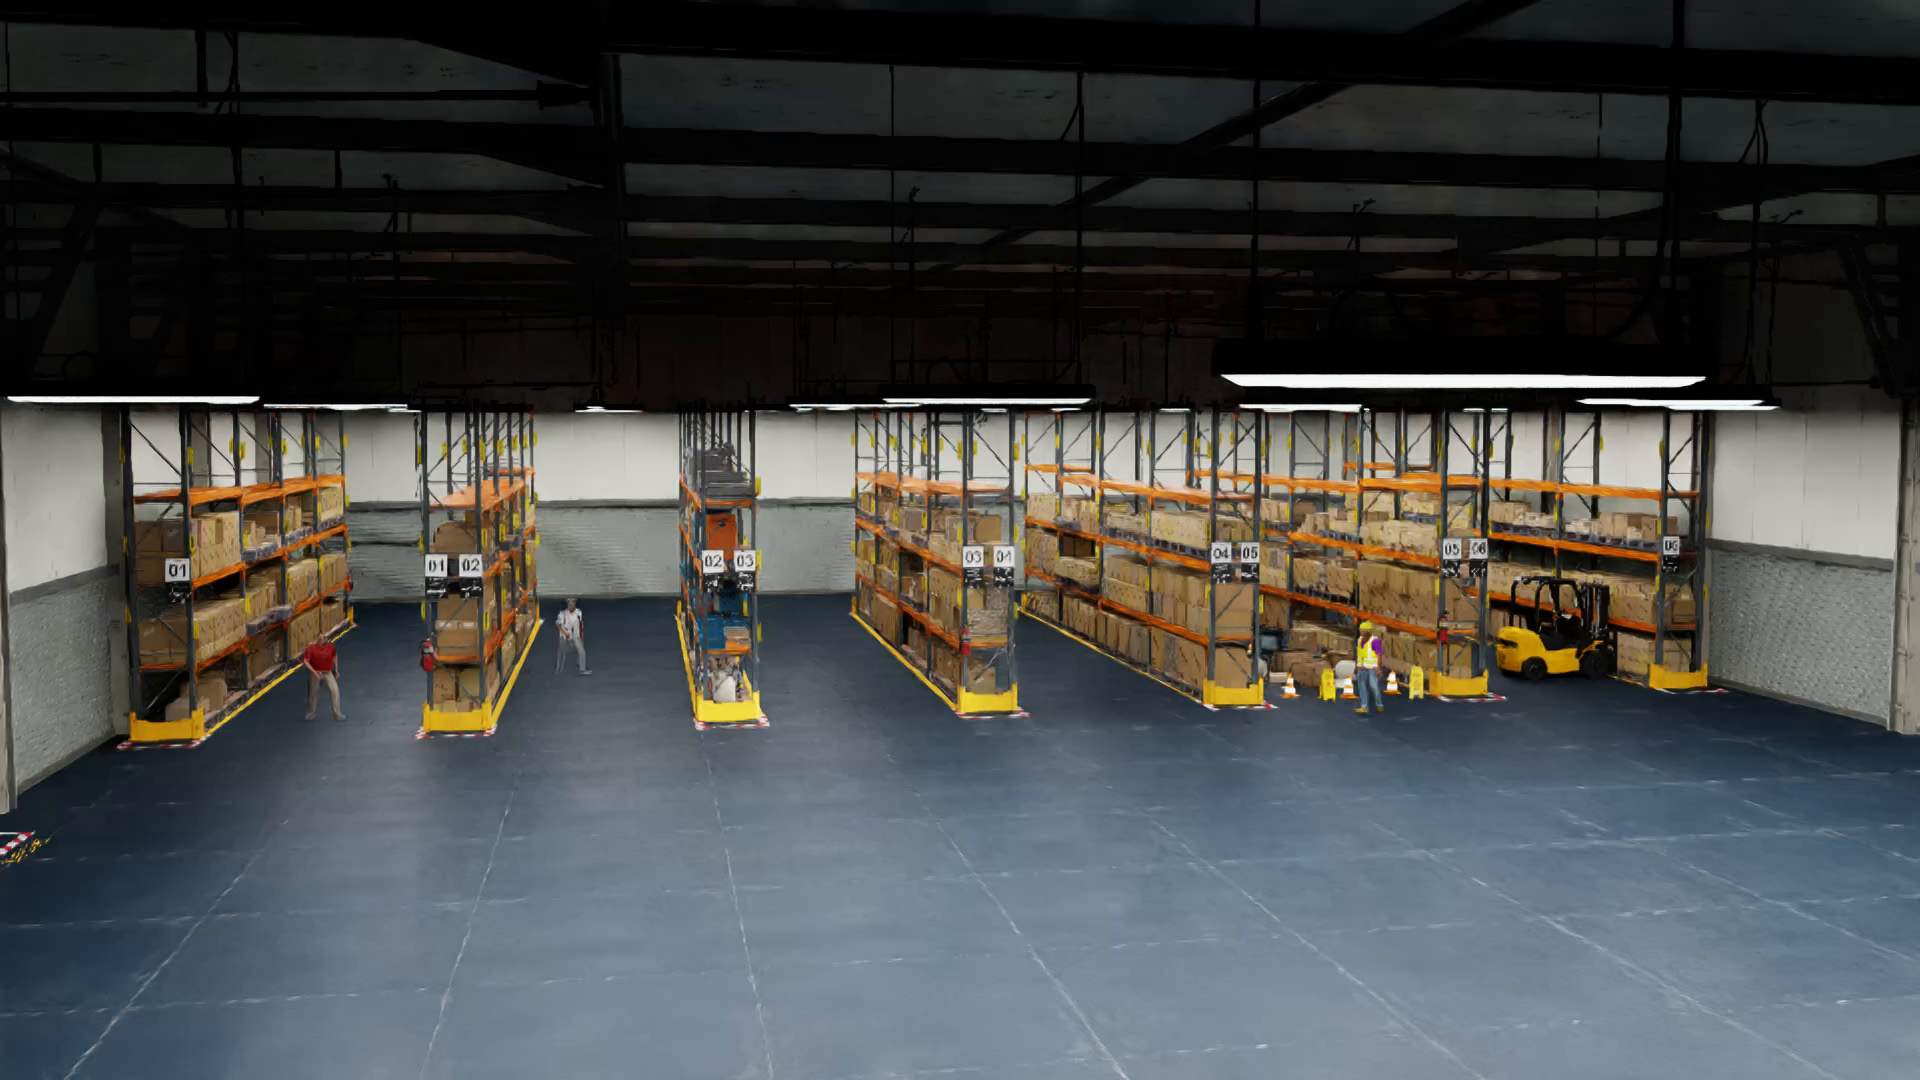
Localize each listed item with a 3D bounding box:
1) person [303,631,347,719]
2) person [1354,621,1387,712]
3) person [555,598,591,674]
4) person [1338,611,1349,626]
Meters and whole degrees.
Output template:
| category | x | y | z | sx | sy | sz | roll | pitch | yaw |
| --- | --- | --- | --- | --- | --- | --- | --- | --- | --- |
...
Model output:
| category | x | y | z | sx | sy | sz | roll | pitch | yaw |
| --- | --- | --- | --- | --- | --- | --- | --- | --- | --- |
| person | -11.967 | 2.530 | 31.223 | 0.702 | 1.667 | 0.804 | -3 | 5 | -30 |
| person | 7.881 | 2.439 | 32.019 | 0.540 | 1.759 | 0.658 | -3 | 6 | -39 |
| person | -8.572 | 2.103 | 36.624 | 0.691 | 1.691 | 0.860 | -2 | 5 | -28 |
| person | 10.054 | 1.569 | 43.860 | 0.459 | 1.677 | 0.525 | 2 | 5 | 19 |
